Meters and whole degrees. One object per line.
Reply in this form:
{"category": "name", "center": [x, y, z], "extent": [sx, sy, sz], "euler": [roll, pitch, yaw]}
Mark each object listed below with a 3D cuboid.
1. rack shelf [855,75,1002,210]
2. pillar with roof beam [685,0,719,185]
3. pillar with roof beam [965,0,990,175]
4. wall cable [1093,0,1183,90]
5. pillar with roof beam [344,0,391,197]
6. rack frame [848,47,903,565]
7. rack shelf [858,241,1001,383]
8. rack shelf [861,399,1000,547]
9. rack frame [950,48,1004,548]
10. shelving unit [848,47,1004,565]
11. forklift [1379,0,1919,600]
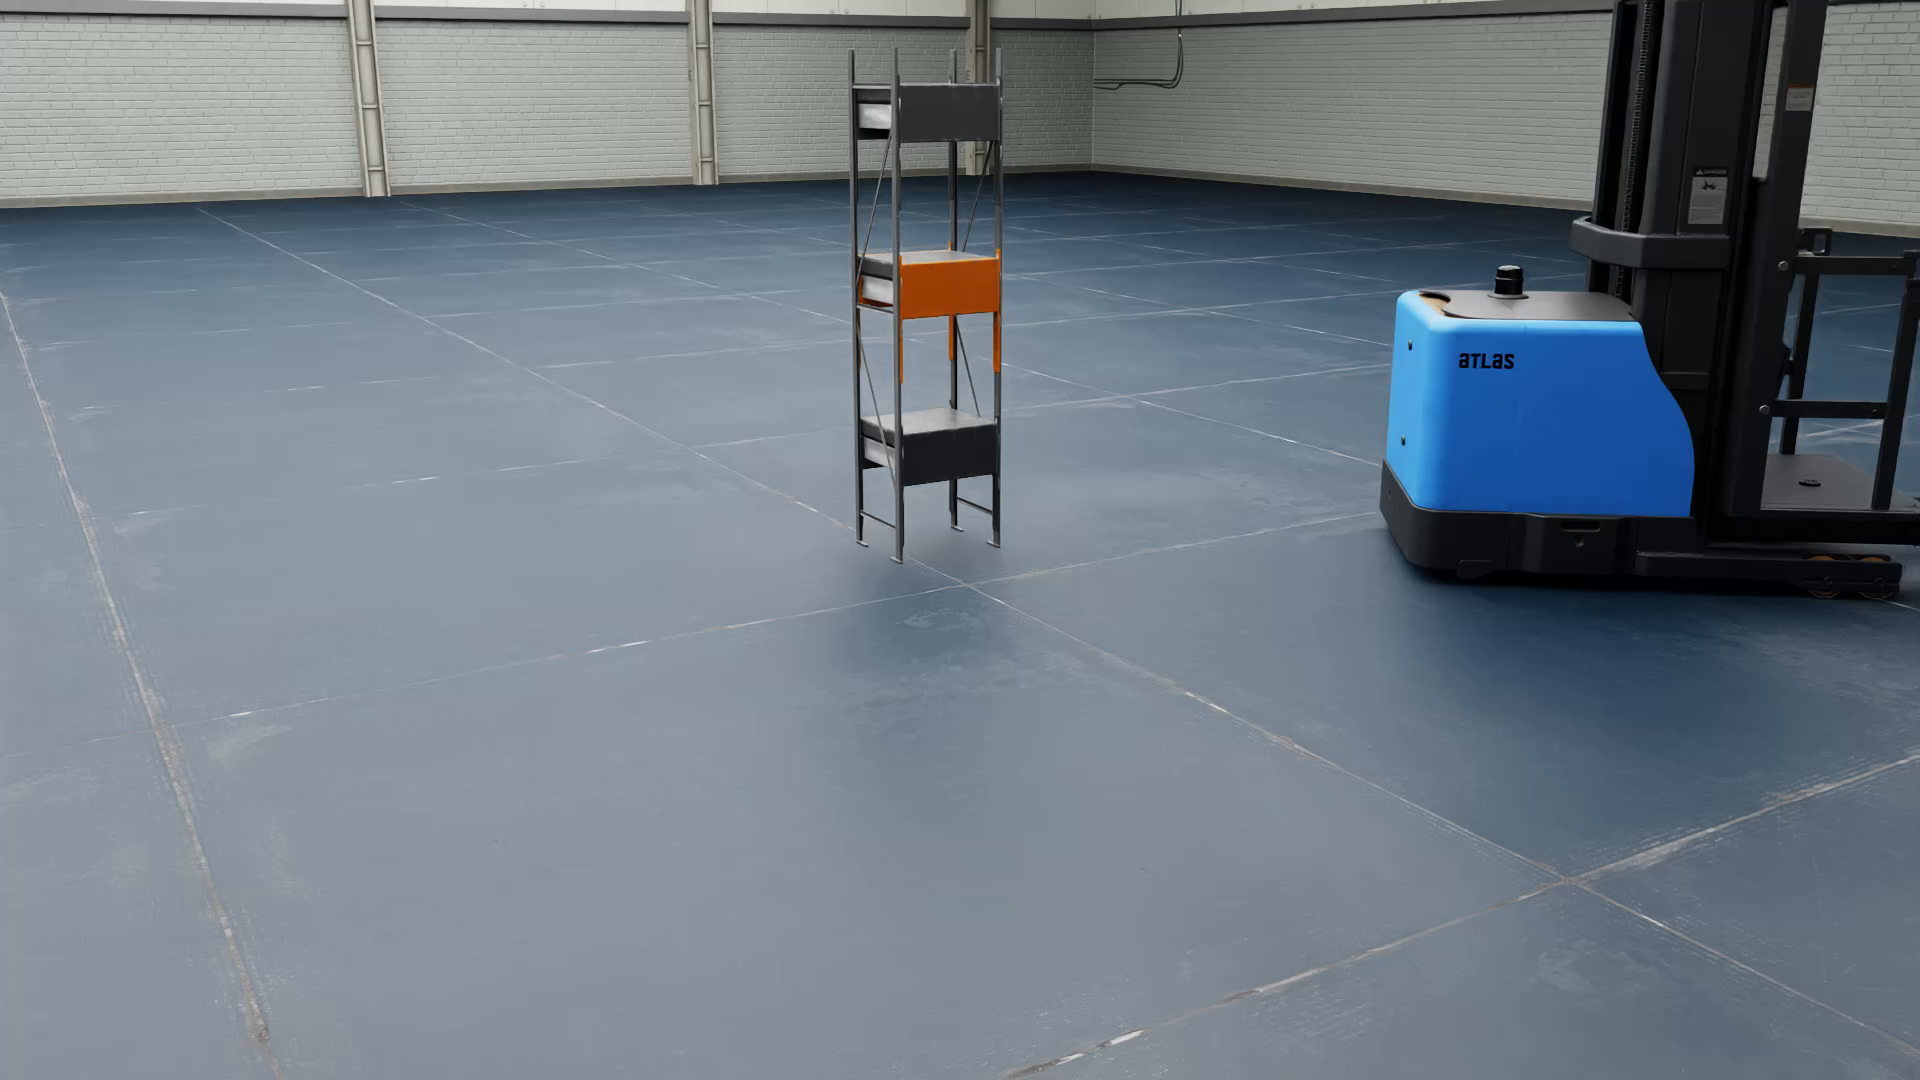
{"category": "rack shelf", "center": [-0.142, -1.649, 6.859], "extent": [0.480, 0.518, 0.431], "euler": [-9, 18, -30]}
{"category": "pillar with roof beam", "center": [-2.567, -10.031, 26.523], "extent": [0.400, 9.000, 9.100], "euler": [-9, 18, -30]}
{"category": "pillar with roof beam", "center": [2.576, -10.865, 29.498], "extent": [0.400, 9.000, 9.100], "euler": [-9, 18, -30]}
{"category": "wall cable", "center": [3.565, -10.470, 33.840], "extent": [0.112, 2.526, 3.097], "euler": [-9, 18, -30]}
{"category": "pillar with roof beam", "center": [-7.711, -9.197, 23.547], "extent": [0.400, 9.000, 9.100], "euler": [-9, 18, -30]}
{"category": "rack frame", "center": [-0.351, -0.954, 6.923], "extent": [0.015, 2.100, 0.400], "euler": [-9, 18, -30]}
{"category": "rack shelf", "center": [-0.142, -0.975, 7.048], "extent": [0.480, 0.518, 0.431], "euler": [-9, 18, -30]}
{"category": "rack shelf", "center": [-0.142, -0.301, 7.237], "extent": [0.480, 0.518, 0.431], "euler": [-9, 18, -30]}
{"category": "rack frame", "center": [0.067, -1.022, 7.165], "extent": [0.015, 2.100, 0.400], "euler": [-9, 18, -30]}
{"category": "shelving unit", "center": [-0.142, -0.988, 7.044], "extent": [0.503, 2.100, 0.431], "euler": [-9, 18, -30]}
{"category": "forklift", "center": [3.391, -1.326, 6.712], "extent": [3.031, 2.935, 1.130], "euler": [2, 16, 6]}
